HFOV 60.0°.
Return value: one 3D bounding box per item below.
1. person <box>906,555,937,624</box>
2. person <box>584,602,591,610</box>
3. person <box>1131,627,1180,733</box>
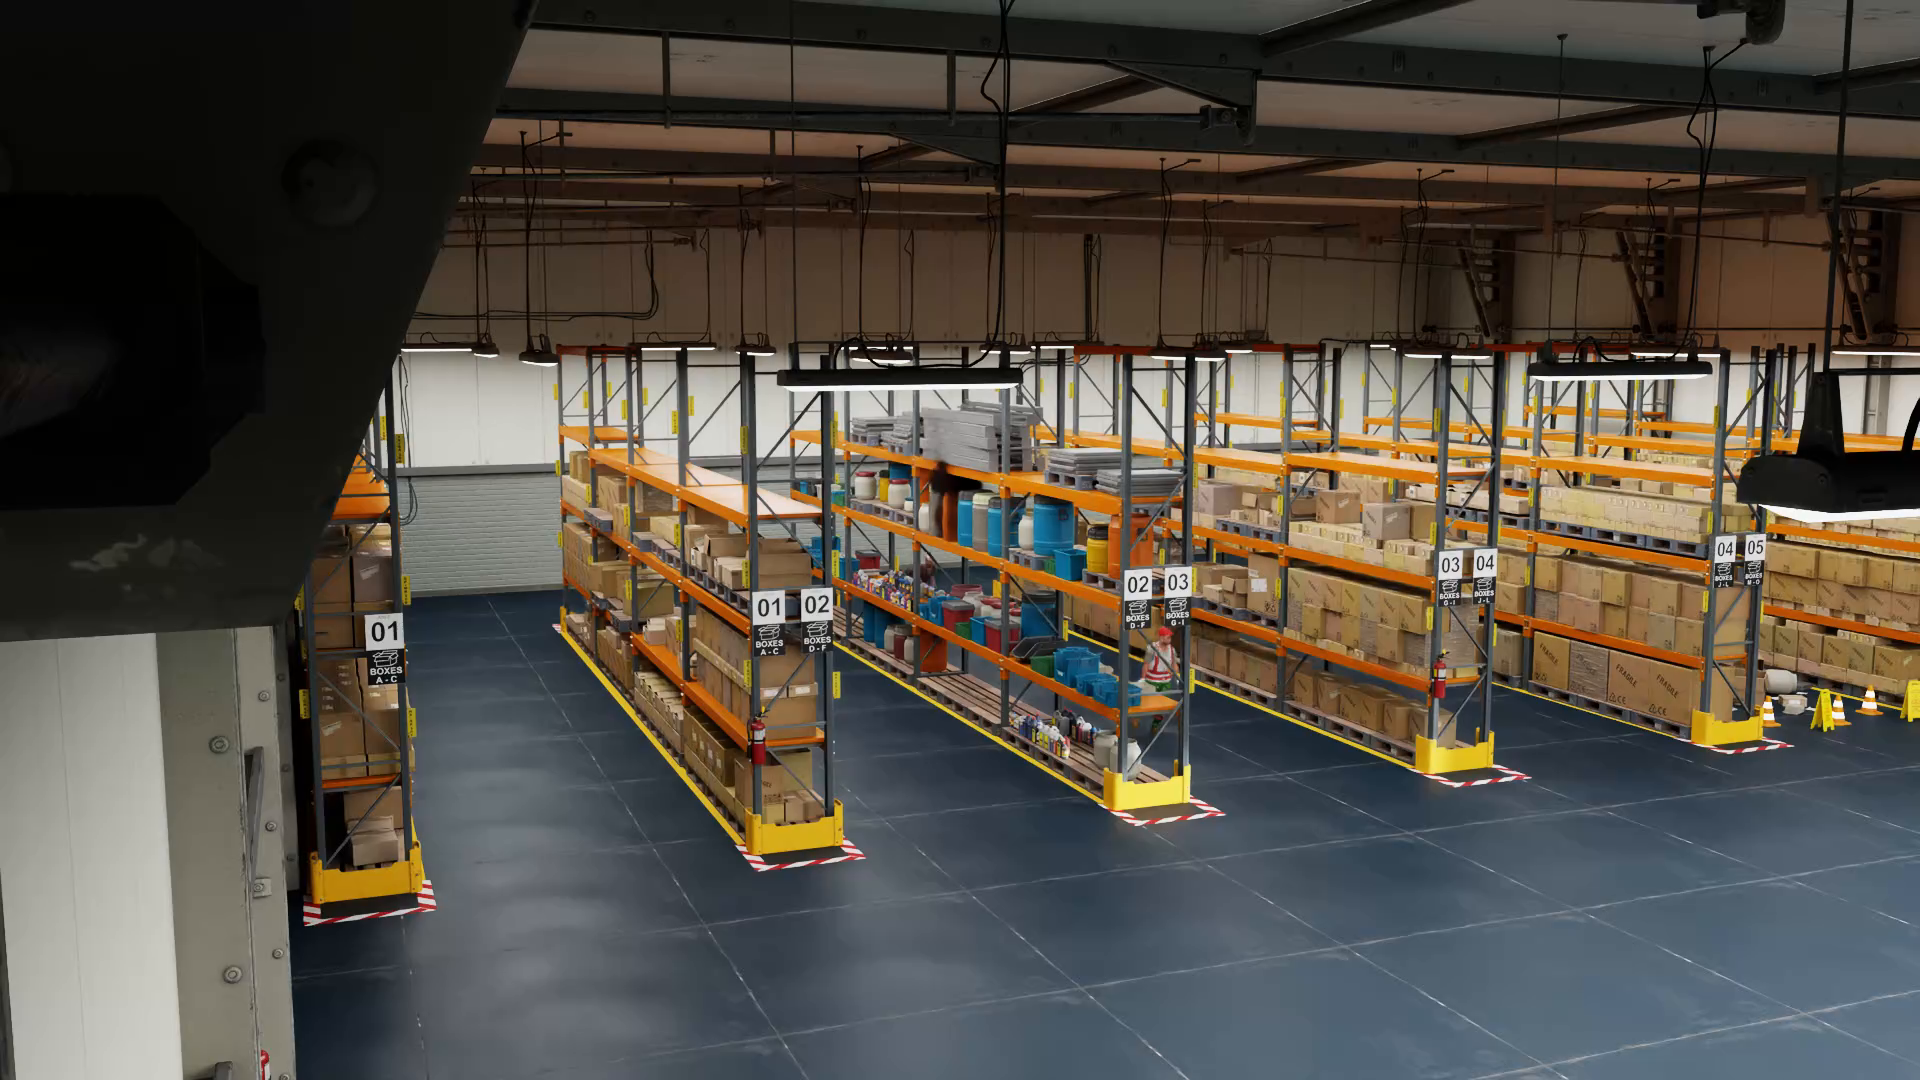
[{"bbox_3d":[-0.870,1.050,35.413,0.727,1.554,0.874,-7,10,-43],"label":"person"},{"bbox_3d":[-7.939,0.938,36.204,0.505,1.625,0.578,-2,8,-16],"label":"person"},{"bbox_3d":[3.072,2.174,25.947,0.697,1.712,0.639,-4,8,-27],"label":"person"}]
